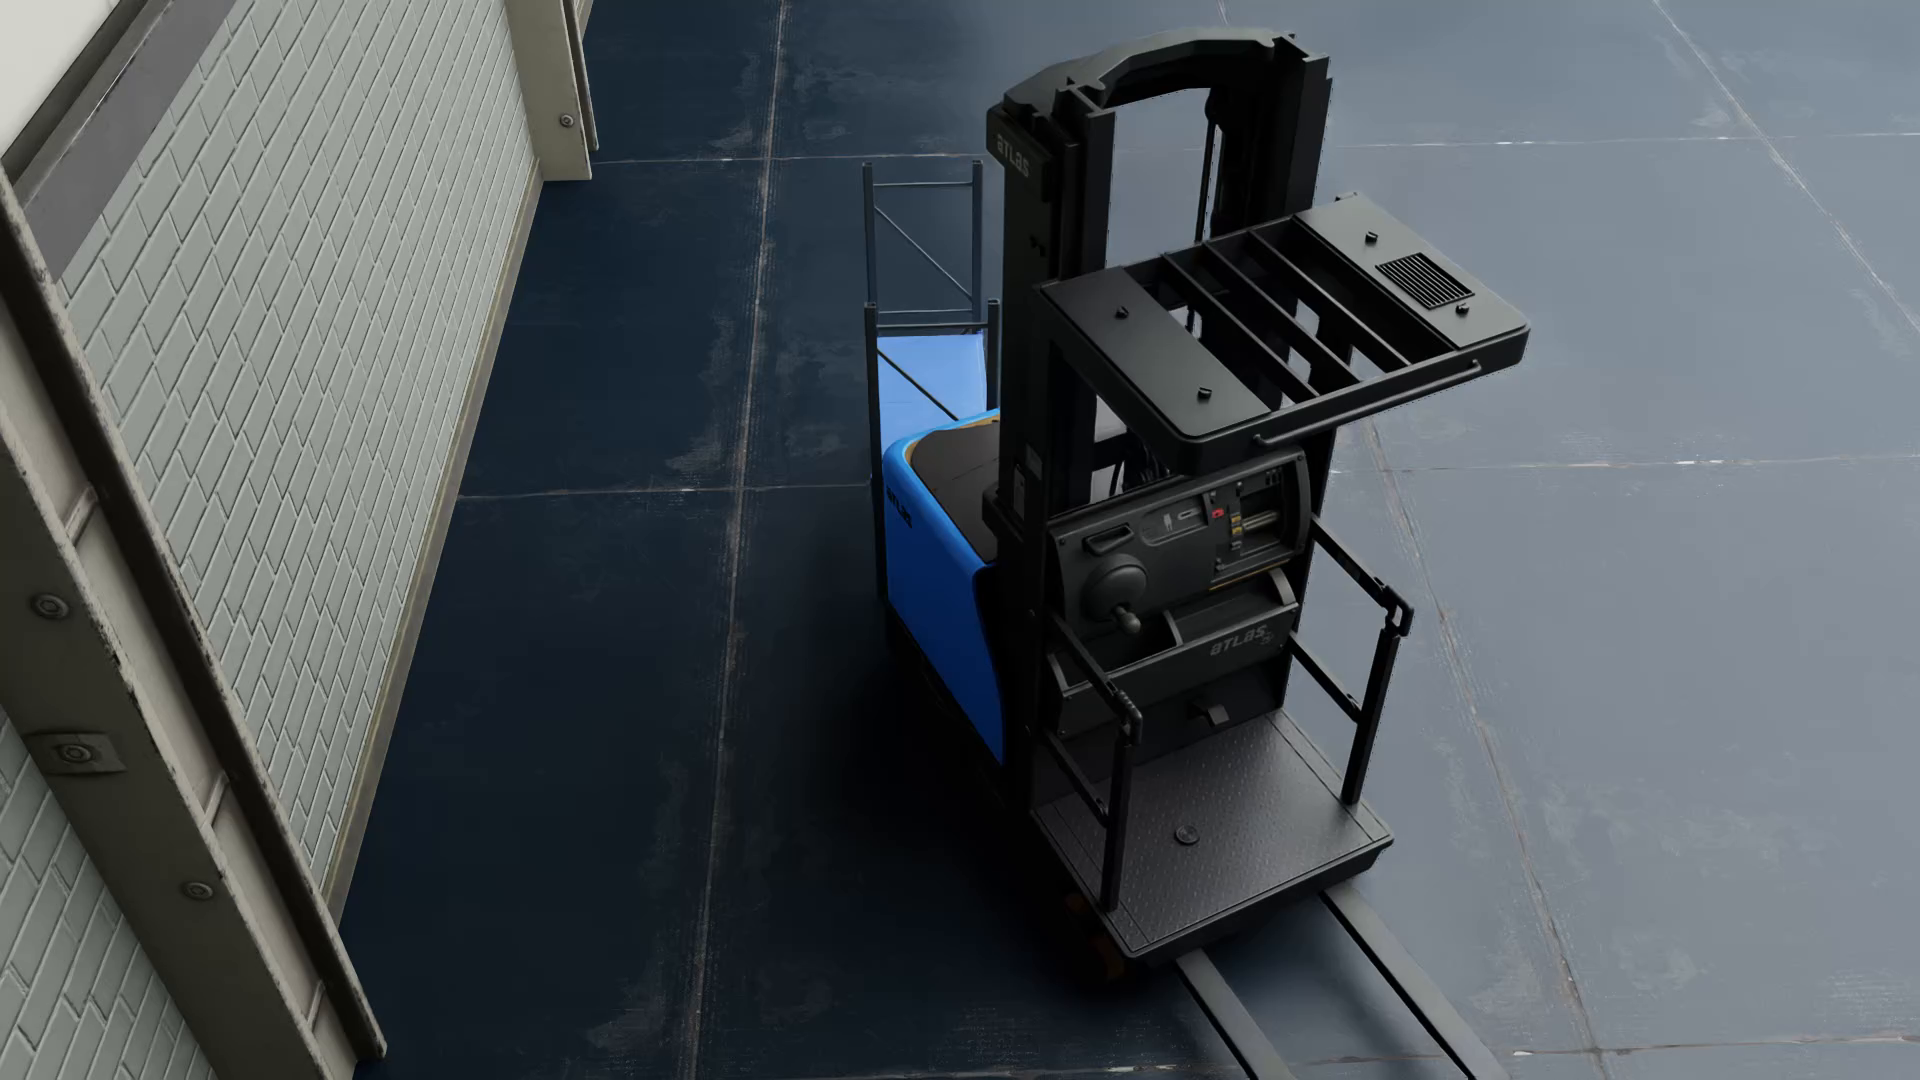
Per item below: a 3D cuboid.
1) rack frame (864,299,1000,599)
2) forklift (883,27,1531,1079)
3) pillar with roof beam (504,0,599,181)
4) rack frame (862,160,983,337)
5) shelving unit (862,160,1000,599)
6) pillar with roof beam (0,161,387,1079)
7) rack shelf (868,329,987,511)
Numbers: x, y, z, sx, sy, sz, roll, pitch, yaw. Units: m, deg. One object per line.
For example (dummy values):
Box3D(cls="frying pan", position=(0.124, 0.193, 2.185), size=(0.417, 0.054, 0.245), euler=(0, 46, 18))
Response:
Box3D(cls="rack frame", position=(-0.103, -0.321, 6.640), size=(0.500, 1.500, 0.032), euler=(-2, 43, -2))
Box3D(cls="forklift", position=(0.814, 0.090, 5.132), size=(1.130, 2.935, 3.031), euler=(-19, 46, -20))
Box3D(cls="pillar with roof beam", position=(1.986, -5.670, 6.926), size=(9.100, 9.000, 0.400), euler=(-2, 43, -2))
Box3D(cls="rack frame", position=(-0.153, -1.007, 7.388), size=(0.500, 1.500, 0.032), euler=(-2, 43, -2))
Box3D(cls="shelving unit", position=(-0.128, -0.664, 7.014), size=(0.538, 1.500, 1.048), euler=(-2, 43, -2))
Box3D(cls="pillar with roof beam", position=(2.241, -1.619, 2.507), size=(9.100, 9.000, 0.400), euler=(-2, 43, -2))
Box3D(cls="rack shelf", position=(-0.128, -0.531, 7.136), size=(0.538, 0.185, 1.000), euler=(-2, 43, -2))
